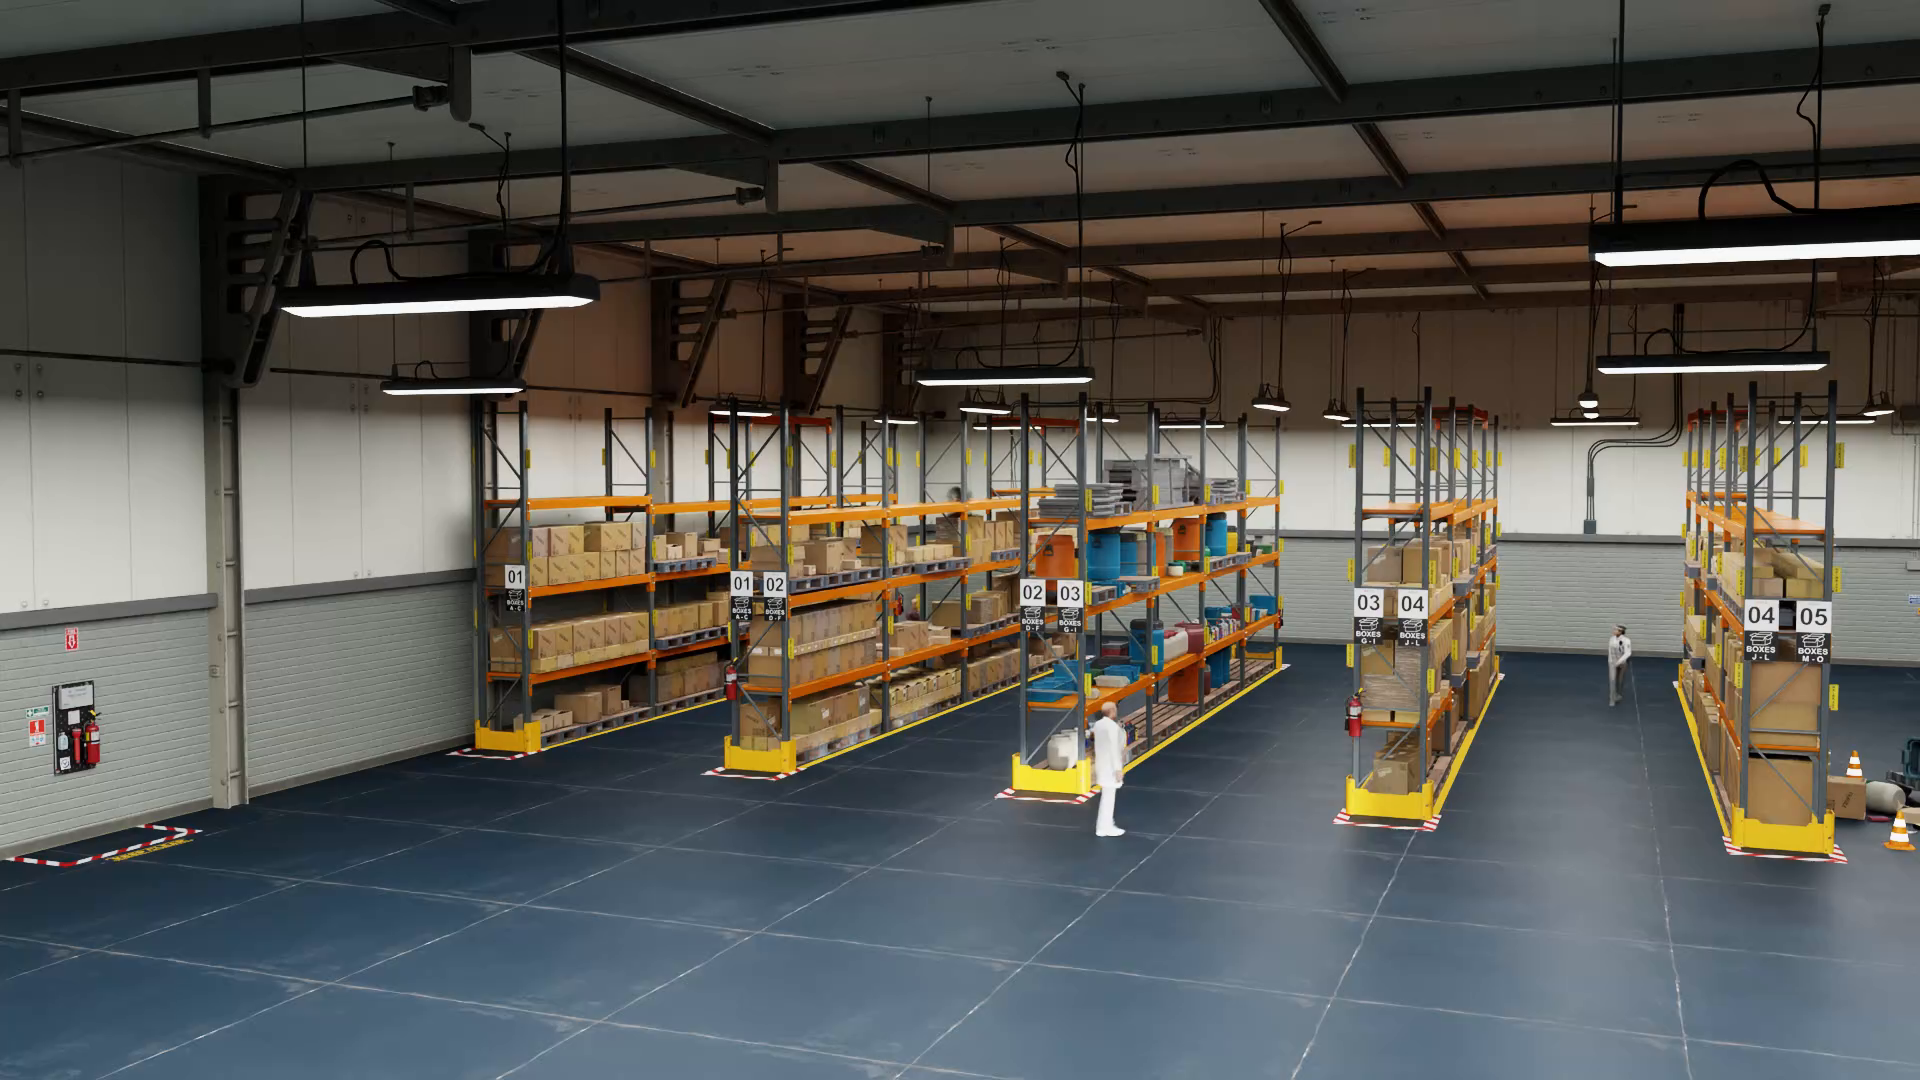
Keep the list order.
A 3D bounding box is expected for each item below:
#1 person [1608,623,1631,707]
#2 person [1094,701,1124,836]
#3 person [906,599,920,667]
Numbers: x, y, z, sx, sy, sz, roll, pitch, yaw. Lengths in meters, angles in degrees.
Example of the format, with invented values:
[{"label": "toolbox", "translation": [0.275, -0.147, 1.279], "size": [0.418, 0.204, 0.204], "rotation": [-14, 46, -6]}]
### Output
[{"label": "person", "translation": [13.484, 2.542, 33.996], "size": [0.425, 1.695, 0.908], "rotation": [1, 3, 22]}, {"label": "person", "translation": [2.033, 3.057, 22.118], "size": [0.464, 1.819, 0.660], "rotation": [-1, 3, -14]}, {"label": "person", "translation": [-0.949, 2.255, 38.261], "size": [0.562, 1.801, 0.611], "rotation": [2, 3, 33]}]
